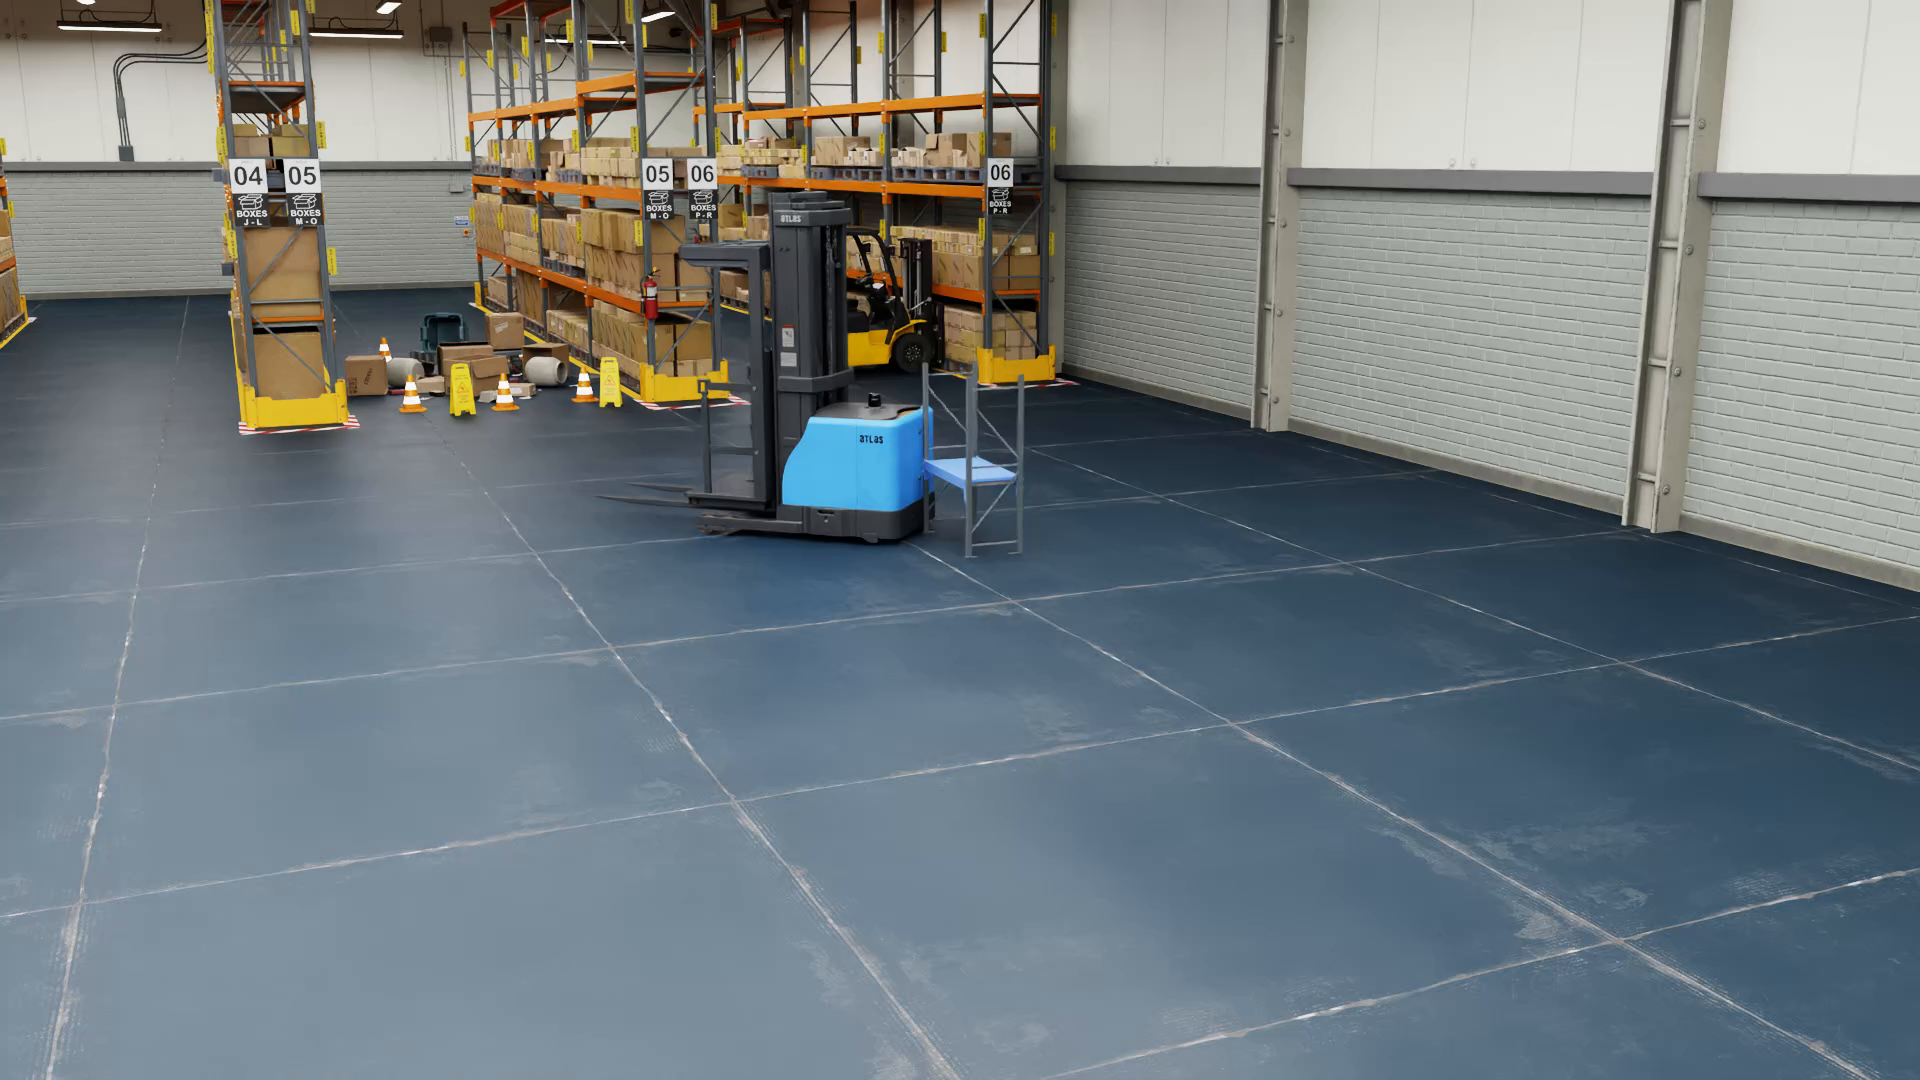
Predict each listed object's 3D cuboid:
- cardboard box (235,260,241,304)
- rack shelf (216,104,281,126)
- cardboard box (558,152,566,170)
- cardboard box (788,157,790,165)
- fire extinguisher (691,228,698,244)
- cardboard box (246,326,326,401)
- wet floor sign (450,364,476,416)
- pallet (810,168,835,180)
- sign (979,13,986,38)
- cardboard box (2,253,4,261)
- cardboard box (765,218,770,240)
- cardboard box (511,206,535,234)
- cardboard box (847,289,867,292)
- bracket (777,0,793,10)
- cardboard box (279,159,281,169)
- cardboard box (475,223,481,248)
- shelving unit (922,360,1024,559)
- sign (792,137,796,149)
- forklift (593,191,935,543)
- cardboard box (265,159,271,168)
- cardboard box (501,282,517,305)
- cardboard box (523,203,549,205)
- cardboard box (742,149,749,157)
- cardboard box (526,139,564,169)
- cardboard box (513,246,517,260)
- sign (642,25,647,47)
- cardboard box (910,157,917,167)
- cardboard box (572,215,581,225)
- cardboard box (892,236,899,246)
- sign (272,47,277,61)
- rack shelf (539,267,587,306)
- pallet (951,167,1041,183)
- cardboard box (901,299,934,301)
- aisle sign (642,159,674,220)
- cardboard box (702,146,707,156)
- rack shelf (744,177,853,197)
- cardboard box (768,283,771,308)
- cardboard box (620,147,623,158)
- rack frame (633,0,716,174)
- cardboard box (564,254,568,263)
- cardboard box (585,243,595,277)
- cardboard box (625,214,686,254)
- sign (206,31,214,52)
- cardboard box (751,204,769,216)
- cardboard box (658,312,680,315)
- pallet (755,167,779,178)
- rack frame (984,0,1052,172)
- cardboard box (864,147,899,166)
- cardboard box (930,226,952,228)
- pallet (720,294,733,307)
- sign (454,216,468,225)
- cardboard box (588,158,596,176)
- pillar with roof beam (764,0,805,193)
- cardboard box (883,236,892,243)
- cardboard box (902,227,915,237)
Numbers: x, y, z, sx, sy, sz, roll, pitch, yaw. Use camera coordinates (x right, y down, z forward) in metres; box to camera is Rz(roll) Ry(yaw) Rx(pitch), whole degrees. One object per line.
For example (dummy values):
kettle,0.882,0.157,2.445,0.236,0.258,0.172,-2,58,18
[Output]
cardboard box,-9.315,-3.504,22.523,0.875,0.550,0.550,-6,14,-23
rack shelf,-12.226,-7.356,28.680,1.077,0.370,4.000,-6,14,-23
cardboard box,-6.293,-6.233,27.767,0.797,0.503,0.637,-6,14,-23
cardboard box,-3.108,-7.332,32.194,0.380,0.149,0.250,-5,14,-22
fire extinguisher,-6.071,-6.905,38.550,0.296,0.674,0.183,-6,14,-23
cardboard box,-8.553,-2.217,21.075,0.875,0.875,0.875,-6,14,-23
wet floor sign,-6.395,-1.939,21.316,0.267,0.644,0.232,-9,16,-33
pallet,-2.030,-6.720,30.520,1.213,0.211,1.003,-5,14,-20
sign,0.318,-7.200,23.276,0.100,0.325,0.005,-6,14,-23
cardboard box,-18.052,-5.256,30.983,0.380,0.149,0.250,-6,14,-25
cardboard box,-3.475,-6.173,33.237,0.700,0.500,0.500,-6,14,-23
cardboard box,-8.192,-6.073,31.517,0.500,0.500,0.500,-6,14,-24
cardboard box,-1.877,-4.266,30.485,0.875,0.625,0.625,-5,14,-21
bracket,-3.598,-11.093,34.360,0.235,0.232,0.430,-6,14,-23
cardboard box,-8.772,-4.970,21.943,0.380,0.149,0.250,-6,14,-23
cardboard box,-10.206,-6.610,36.056,0.500,0.500,0.500,-6,14,-23
shelving unit,0.099,-0.706,14.093,0.538,1.500,1.048,-5,14,-21
sign,-3.479,-8.265,34.757,0.100,0.325,0.005,-6,14,-23
forklift,-1.798,-1.576,14.680,3.031,2.935,1.130,4,14,18
cardboard box,-10.253,-5.512,24.062,0.500,0.250,0.500,-5,14,-22
cardboard box,-9.045,-5.141,34.680,0.875,0.438,0.875,-6,14,-25
cardboard box,-8.501,-6.516,33.433,0.500,0.500,0.500,-6,14,-23
cardboard box,-4.268,-7.945,34.138,0.380,0.149,0.250,-5,14,-21
cardboard box,-7.220,-6.814,29.347,0.797,0.503,0.637,-7,15,-26
cardboard box,-8.199,-5.458,31.634,0.500,0.250,0.500,-6,14,-23
sign,-4.823,-7.669,25.301,0.100,0.325,0.005,-6,14,-23
cardboard box,-0.572,-5.970,26.263,0.380,0.149,0.250,-5,14,-21
cardboard box,-6.008,-5.138,26.665,0.380,0.149,0.250,-6,14,-25
cardboard box,-0.895,-4.932,27.365,0.380,0.149,0.250,-6,14,-24
sign,-12.521,-8.898,30.438,0.100,0.325,0.005,-6,14,-23
rack shelf,-6.129,-4.270,27.763,1.077,0.370,4.000,-6,14,-23
pallet,0.561,-5.397,24.579,1.003,0.211,1.213,-6,14,-23
cardboard box,-0.680,-3.774,26.972,0.500,0.250,0.500,-6,14,-23
aisle sign,-3.967,-4.608,21.864,0.394,0.787,0.004,-6,14,-23
cardboard box,-5.454,-8.691,37.182,0.500,0.250,0.500,-6,14,-23
rack shelf,-3.185,-7.007,32.936,1.077,0.370,4.000,-6,14,-23
cardboard box,-3.580,-4.963,33.774,0.500,0.500,0.500,-6,14,-25
cardboard box,-4.545,-5.424,23.290,0.380,0.149,0.250,-6,14,-25
rack frame,-3.726,-6.304,21.649,1.000,3.000,0.127,-6,14,-23
cardboard box,-6.367,-4.694,27.624,0.380,0.149,0.250,-5,14,-21
cardboard box,-5.407,-4.285,25.350,0.500,0.500,0.500,-6,14,-23
cardboard box,-4.130,-4.148,22.539,0.700,0.500,0.500,-6,14,-24
sign,-11.919,-7.931,26.434,0.100,0.325,0.005,-6,14,-23
cardboard box,-4.339,-7.078,36.310,0.500,0.500,0.500,-6,14,-25
cardboard box,-4.434,-3.129,24.743,0.500,0.500,0.500,-5,14,-20
pallet,-3.371,-7.324,33.127,1.213,0.211,1.003,-6,14,-23
rack frame,0.821,-6.753,23.590,1.000,3.000,0.127,-6,14,-23
cardboard box,-1.295,-6.455,28.001,0.500,0.311,0.500,-6,14,-25
cardboard box,-0.314,-5.072,27.311,0.380,0.149,0.250,-6,14,-24
pallet,-4.753,-5.345,36.997,1.003,0.211,1.213,-6,14,-23
sign,-12.484,-7.989,41.638,0.327,0.218,0.001,-6,14,-23
cardboard box,-5.188,-5.519,24.585,0.500,0.250,0.500,-6,14,-23
pillar with roof beam,-7.384,-9.068,33.595,9.100,9.000,0.548,-6,14,-23
cardboard box,-1.122,-5.072,27.971,0.380,0.149,0.250,-5,14,-21
cardboard box,-0.722,-5.029,27.127,0.380,0.149,0.250,-5,14,-22
